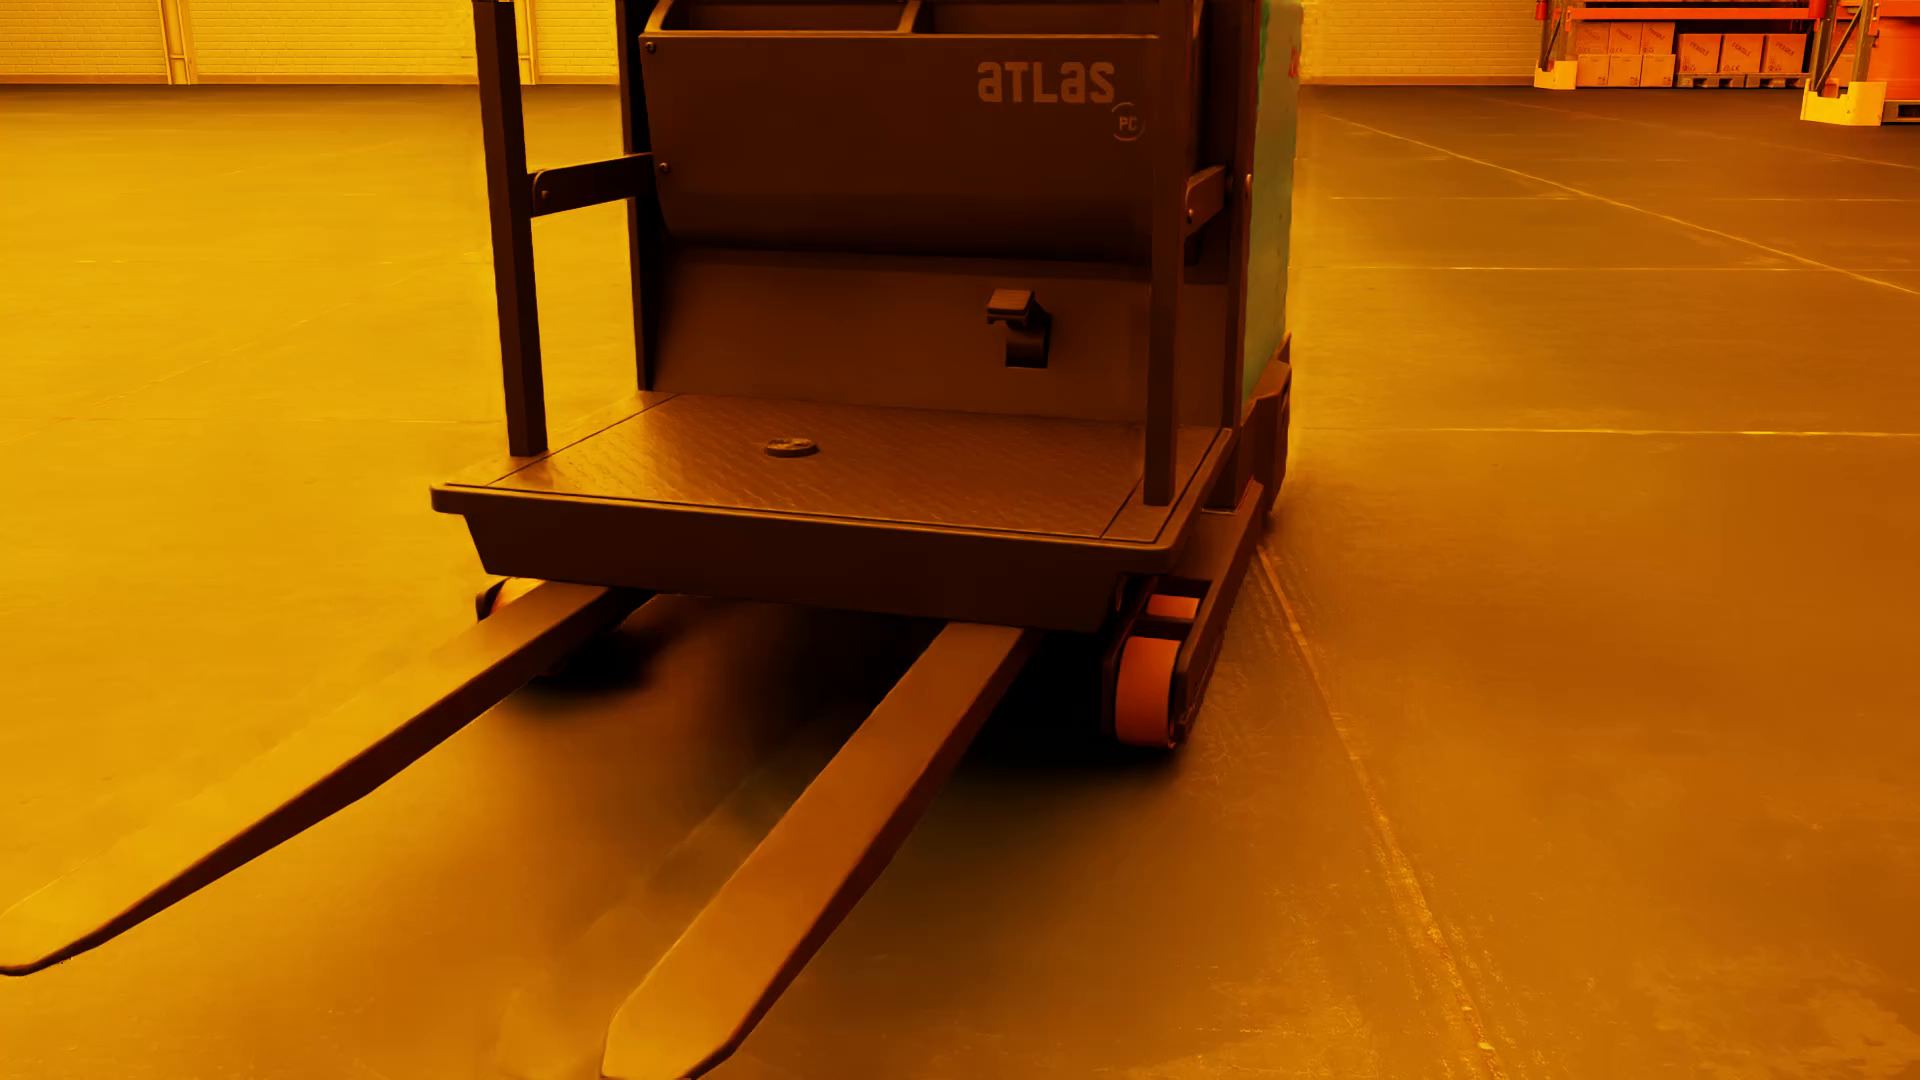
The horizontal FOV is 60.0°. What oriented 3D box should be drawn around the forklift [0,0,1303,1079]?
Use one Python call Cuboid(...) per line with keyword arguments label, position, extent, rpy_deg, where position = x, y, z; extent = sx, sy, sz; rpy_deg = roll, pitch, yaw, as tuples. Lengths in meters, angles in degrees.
Cuboid(label="forklift", position=(-0.124, -1.225, 2.375), extent=(1.130, 2.935, 3.031), rpy_deg=(5, 18, 15))
